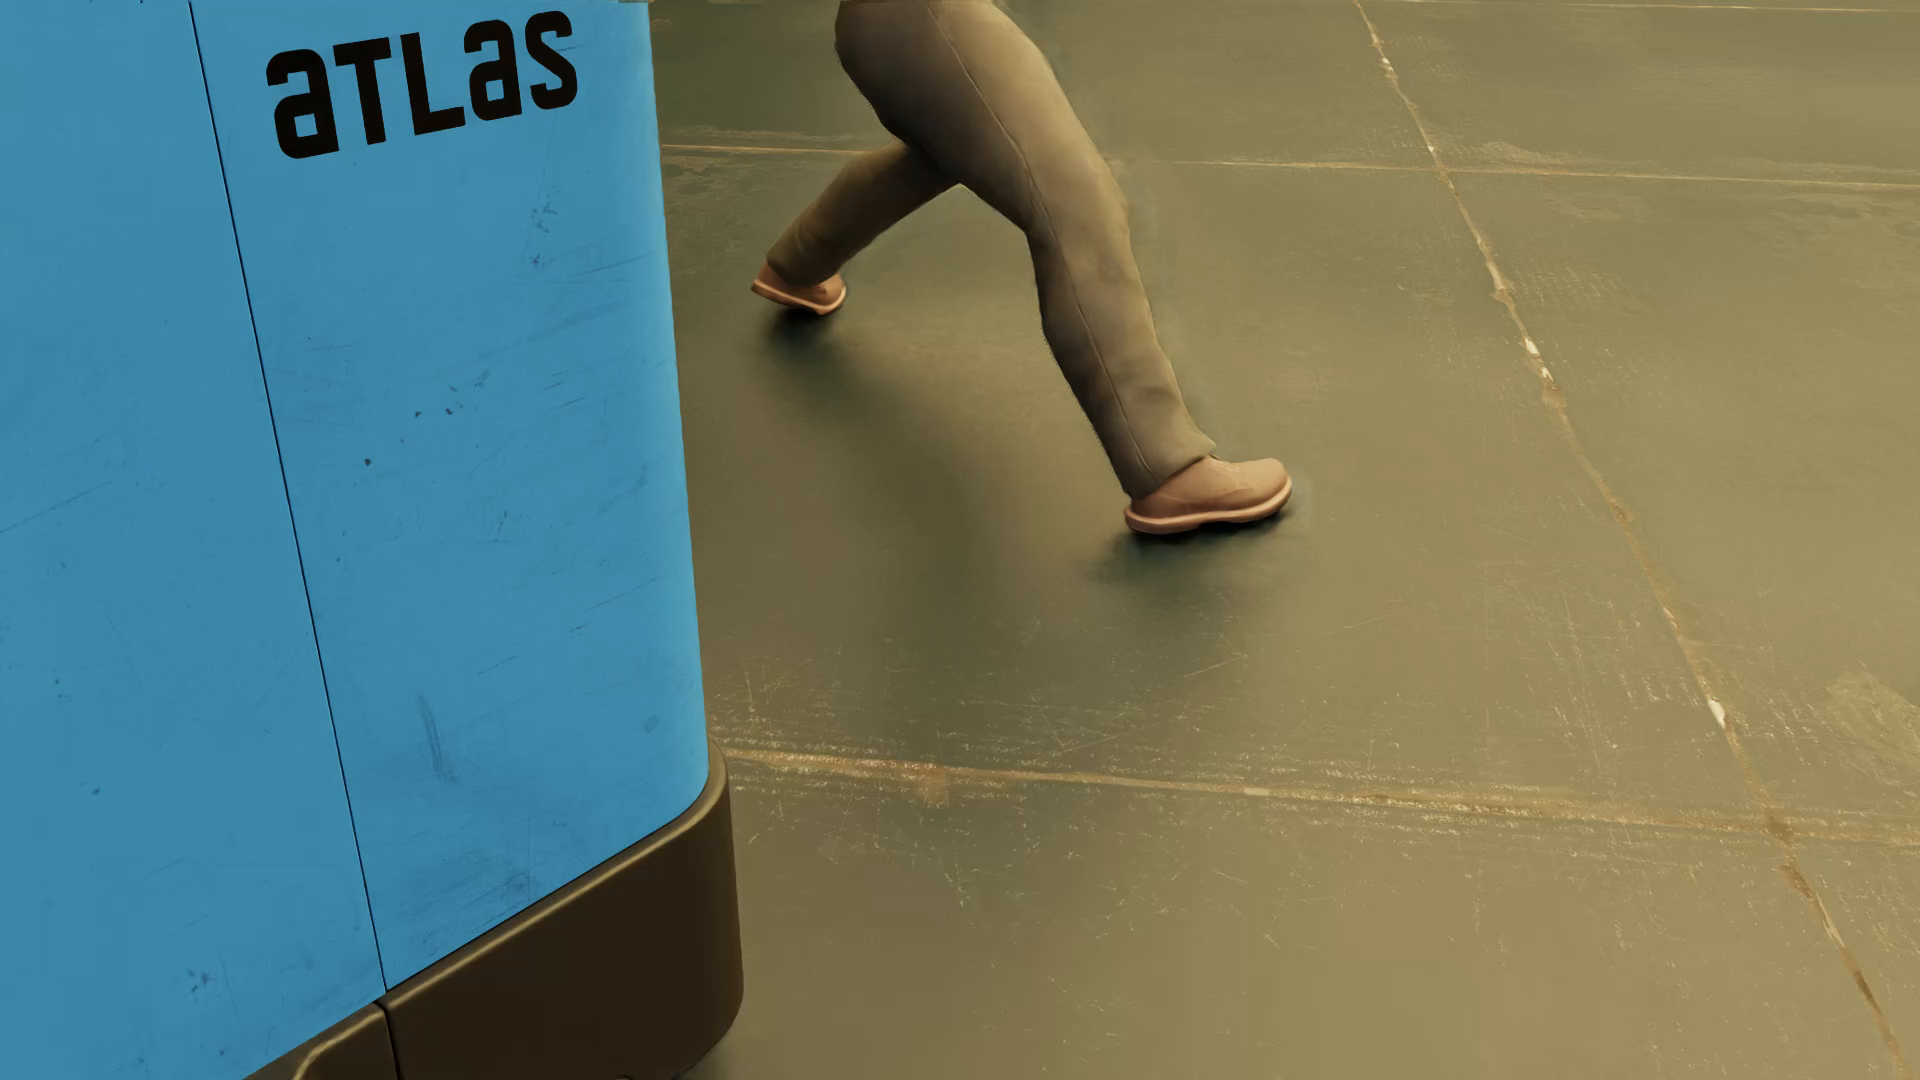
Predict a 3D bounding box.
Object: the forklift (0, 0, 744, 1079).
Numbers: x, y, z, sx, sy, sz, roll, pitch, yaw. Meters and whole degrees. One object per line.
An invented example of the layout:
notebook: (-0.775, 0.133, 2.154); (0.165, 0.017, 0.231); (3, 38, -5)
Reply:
forklift: (-1.530, -0.471, 0.161); (1.130, 2.935, 3.031); (21, 33, 35)

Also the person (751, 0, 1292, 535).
person: (0.050, -0.902, 2.684); (0.887, 1.459, 1.204); (-1, 27, -3)
